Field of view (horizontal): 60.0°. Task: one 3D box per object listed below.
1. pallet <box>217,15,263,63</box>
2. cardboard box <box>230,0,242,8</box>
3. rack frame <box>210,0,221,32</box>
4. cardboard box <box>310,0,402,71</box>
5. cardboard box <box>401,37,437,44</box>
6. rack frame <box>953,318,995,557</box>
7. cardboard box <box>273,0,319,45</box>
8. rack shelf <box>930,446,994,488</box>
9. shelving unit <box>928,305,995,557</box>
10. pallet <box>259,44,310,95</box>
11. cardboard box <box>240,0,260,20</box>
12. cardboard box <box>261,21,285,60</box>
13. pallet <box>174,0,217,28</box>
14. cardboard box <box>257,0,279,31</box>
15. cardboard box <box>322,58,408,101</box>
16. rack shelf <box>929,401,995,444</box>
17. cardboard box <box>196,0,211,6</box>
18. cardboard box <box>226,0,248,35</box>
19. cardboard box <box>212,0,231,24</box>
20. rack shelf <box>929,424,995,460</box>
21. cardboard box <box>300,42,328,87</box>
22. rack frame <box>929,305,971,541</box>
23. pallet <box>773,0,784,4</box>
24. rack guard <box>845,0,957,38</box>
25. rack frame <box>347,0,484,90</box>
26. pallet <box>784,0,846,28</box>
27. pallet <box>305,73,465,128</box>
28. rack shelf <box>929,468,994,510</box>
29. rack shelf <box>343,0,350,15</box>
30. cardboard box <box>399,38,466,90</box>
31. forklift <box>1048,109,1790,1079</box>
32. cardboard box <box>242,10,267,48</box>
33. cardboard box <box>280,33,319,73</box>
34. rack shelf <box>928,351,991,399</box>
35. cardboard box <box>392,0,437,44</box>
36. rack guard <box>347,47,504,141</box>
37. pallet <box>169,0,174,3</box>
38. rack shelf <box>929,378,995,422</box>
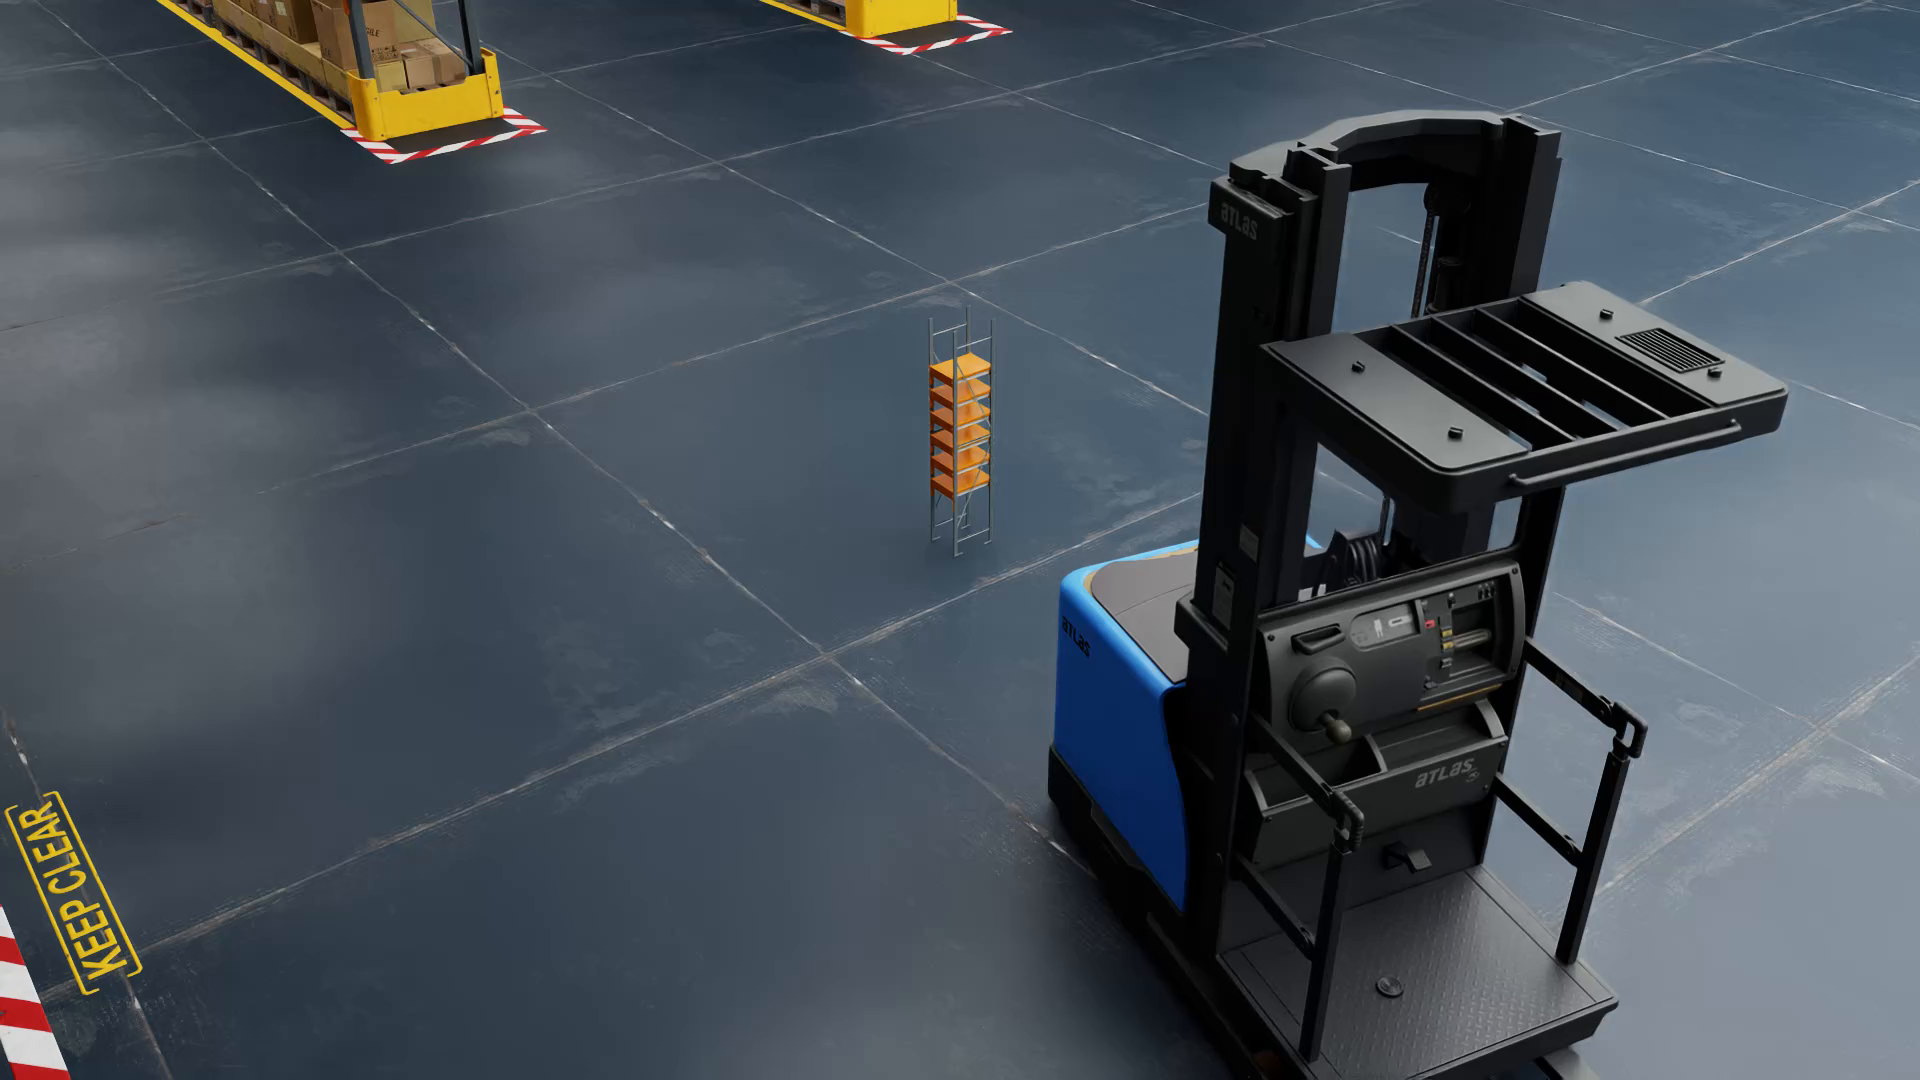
[{"bbox_3d":[-6.401,-4.888,15.920,1.003,0.211,1.213,-22,38,-31],"label":"pallet"},{"bbox_3d":[-6.506,-5.246,15.351,0.500,0.500,0.500,-22,38,-31],"label":"cardboard box"},{"bbox_3d":[-6.856,-6.417,15.740,1.000,3.000,0.127,-22,38,-31],"label":"rack frame"},{"bbox_3d":[-4.967,-4.207,13.677,0.500,0.500,0.500,-22,38,-31],"label":"cardboard box"},{"bbox_3d":[-4.865,-4.263,14.480,0.500,0.250,0.500,-22,38,-31],"label":"cardboard box"},{"bbox_3d":[0.065,-0.466,7.862,0.240,1.200,0.006,-22,38,-31],"label":"rack frame"},{"bbox_3d":[-5.591,-4.619,14.341,0.500,0.500,0.500,-22,38,-31],"label":"cardboard box"},{"bbox_3d":[0.009,-0.364,8.010,0.258,0.103,0.180,-22,38,-31],"label":"rack shelf"},{"bbox_3d":[0.009,-0.504,7.924,0.258,1.200,0.189,-22,38,-31],"label":"shelving unit"},{"bbox_3d":[-5.649,-4.379,15.101,1.003,0.211,1.213,-22,38,-31],"label":"pallet"},{"bbox_3d":[-6.205,-5.035,15.011,0.500,0.500,0.500,-22,38,-31],"label":"cardboard box"},{"bbox_3d":[-5.894,-4.510,14.876,0.500,0.250,0.500,-22,38,-31],"label":"cardboard box"},{"bbox_3d":[-7.338,-5.527,16.949,1.003,0.211,1.213,-22,38,-31],"label":"pallet"},{"bbox_3d":[-5.897,-4.827,14.677,0.500,0.500,0.500,-22,38,-31],"label":"cardboard box"},{"bbox_3d":[-4.965,-3.889,13.876,0.500,0.250,0.500,-22,38,-31],"label":"cardboard box"},{"bbox_3d":[0.009,-0.568,7.884,0.258,0.103,0.180,-22,38,-31],"label":"rack shelf"},{"bbox_3d":[-7.339,-5.507,16.482,0.500,0.250,0.500,-23,38,-32],"label":"cardboard box"},{"bbox_3d":[-6.508,-4.926,15.547,0.500,0.250,0.500,-22,38,-31],"label":"cardboard box"},{"bbox_3d":[-6.811,-5.136,15.885,0.500,0.250,0.500,-22,38,-31],"label":"cardboard box"},{"bbox_3d":[0.009,-0.466,7.947,0.258,0.103,0.180,-22,38,-31],"label":"rack shelf"},{"bbox_3d":[-5.281,-4.093,14.205,0.500,0.250,0.500,-22,38,-31],"label":"cardboard box"},{"bbox_3d":[-0.047,-0.542,7.985,0.240,1.200,0.006,-22,38,-31],"label":"rack frame"},{"bbox_3d":[-1.809,-6.032,17.762,1.003,0.211,1.213,-22,38,-31],"label":"pallet"},{"bbox_3d":[-0.572,-5.306,16.319,1.175,0.500,0.348,-22,38,-31],"label":"rack guard"},{"bbox_3d":[-4.403,-4.750,13.056,1.000,3.000,0.127,-22,38,-31],"label":"rack frame"},{"bbox_3d":[-1.065,-5.524,16.943,1.003,0.211,1.213,-22,38,-31],"label":"pallet"},{"bbox_3d":[-4.905,-3.871,14.283,1.003,0.211,1.213,-22,38,-31],"label":"pallet"},{"bbox_3d":[0.009,-0.262,8.074,0.258,0.103,0.180,-22,38,-31],"label":"rack shelf"},{"bbox_3d":[-5.629,-5.278,14.587,1.077,0.370,4.000,-22,38,-31],"label":"rack shelf"},{"bbox_3d":[-4.556,-4.056,14.146,0.500,0.250,0.500,-22,38,-31],"label":"cardboard box"},{"bbox_3d":[1.402,0.392,4.840,1.130,2.935,3.031,-13,34,-20],"label":"forklift"},{"bbox_3d":[-6.206,-4.716,15.209,0.500,0.250,0.500,-22,38,-31],"label":"cardboard box"},{"bbox_3d":[-5.589,-4.301,14.540,0.500,0.250,0.500,-22,38,-31],"label":"cardboard box"},{"bbox_3d":[0.009,-0.772,7.757,0.258,0.103,0.180,-22,38,-31],"label":"rack shelf"},{"bbox_3d":[-4.864,-4.583,14.283,0.500,0.500,0.500,-22,38,-31],"label":"cardboard box"},{"bbox_3d":[-4.388,-3.679,13.699,1.175,0.500,0.348,-22,38,-31],"label":"rack guard"},{"bbox_3d":[-8.091,-6.036,17.769,1.003,0.211,1.213,-22,38,-31],"label":"pallet"},{"bbox_3d":[0.009,-0.670,7.821,0.258,0.103,0.180,-22,38,-31],"label":"rack shelf"}]
